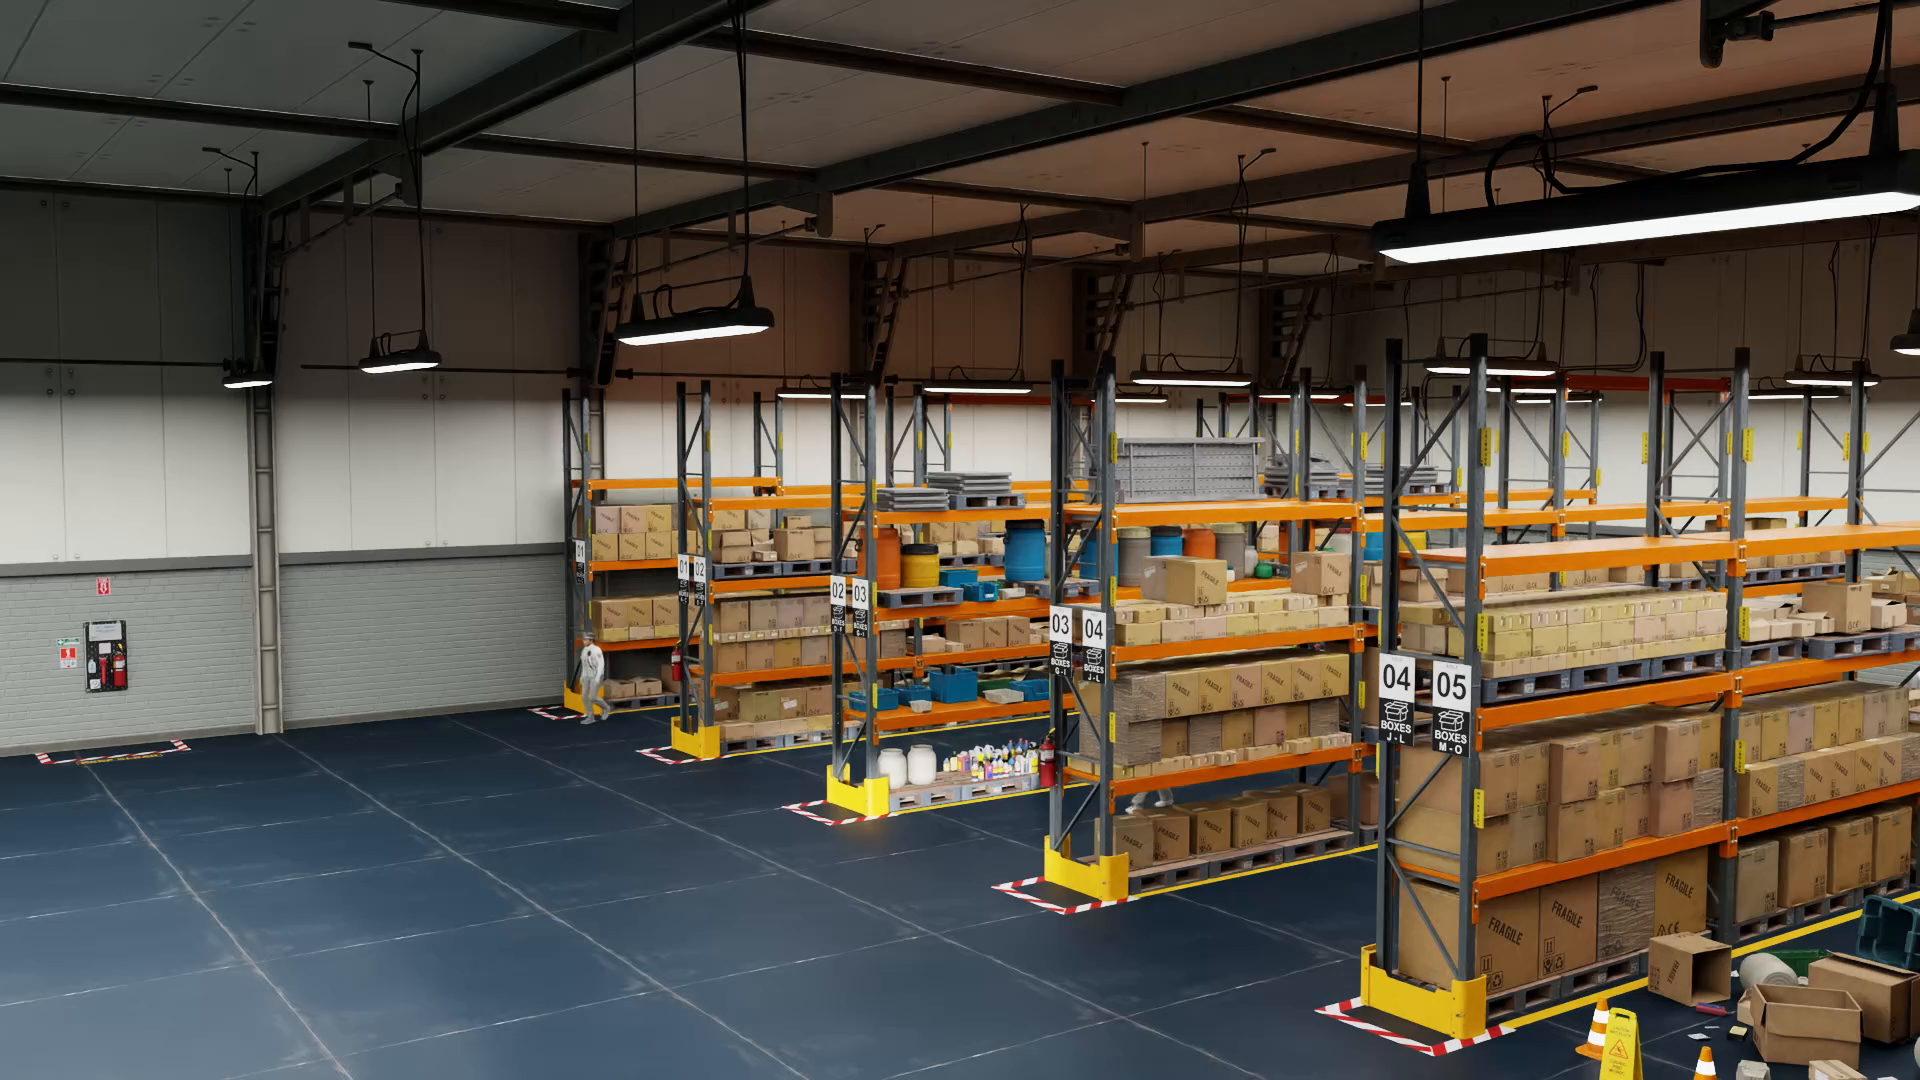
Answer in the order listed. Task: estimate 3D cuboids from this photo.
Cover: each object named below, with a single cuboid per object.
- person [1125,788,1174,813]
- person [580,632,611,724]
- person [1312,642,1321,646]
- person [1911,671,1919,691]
[{"bbox_3d":[2.553,2.868,22.679,0.946,1.626,0.476,-2,4,-29],"label":"person"},{"bbox_3d":[-6.509,2.445,29.673,0.287,1.660,0.549,4,5,45],"label":"person"},{"bbox_3d":[6.953,2.293,31.688,0.626,1.688,0.653,-2,4,-27],"label":"person"},{"bbox_3d":[14.955,2.647,25.658,0.598,1.751,0.484,1,4,9],"label":"person"}]
